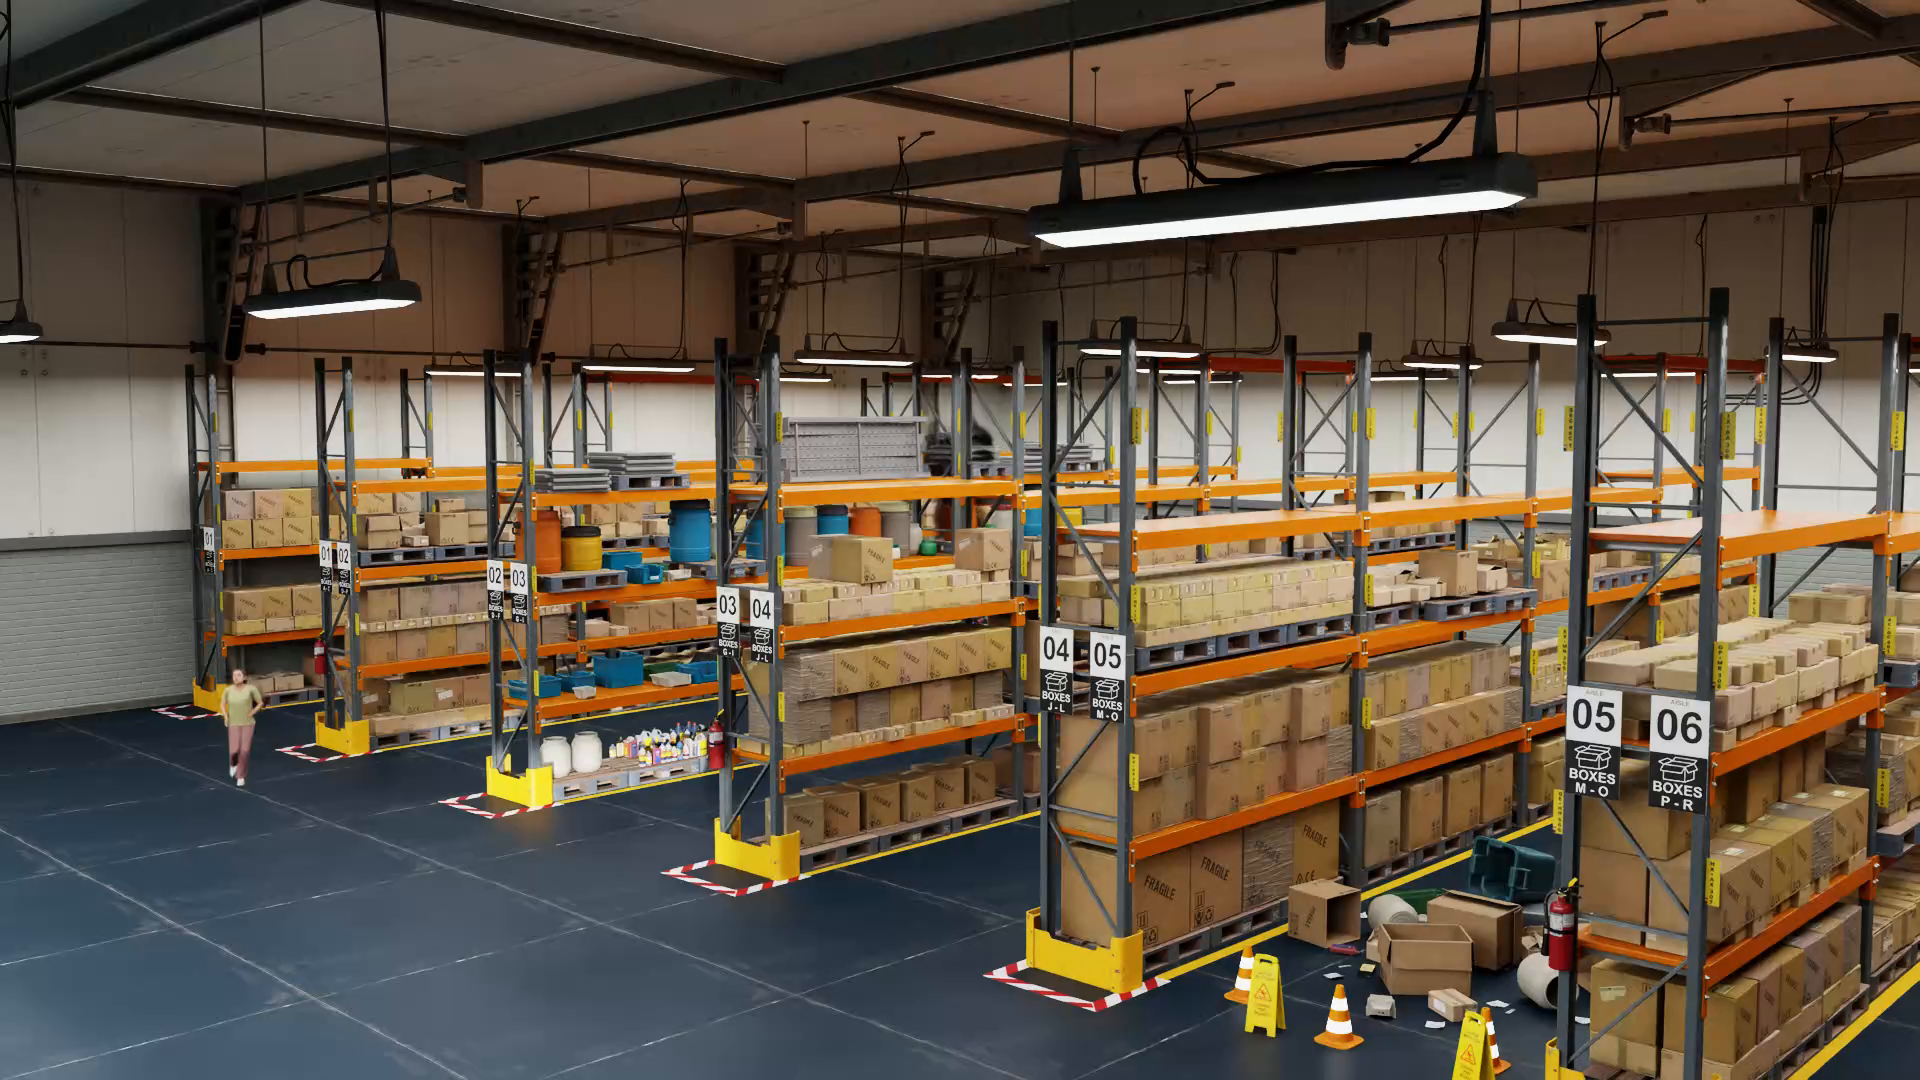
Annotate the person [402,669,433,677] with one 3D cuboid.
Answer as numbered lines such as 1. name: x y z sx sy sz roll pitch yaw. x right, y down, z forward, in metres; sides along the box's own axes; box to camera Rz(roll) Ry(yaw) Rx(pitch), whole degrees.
1. person: -9.184 2.102 28.264 0.643 1.844 0.876 2 5 28

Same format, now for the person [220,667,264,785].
1. person: -9.994 2.583 23.146 0.570 1.637 0.568 -1 5 -17
